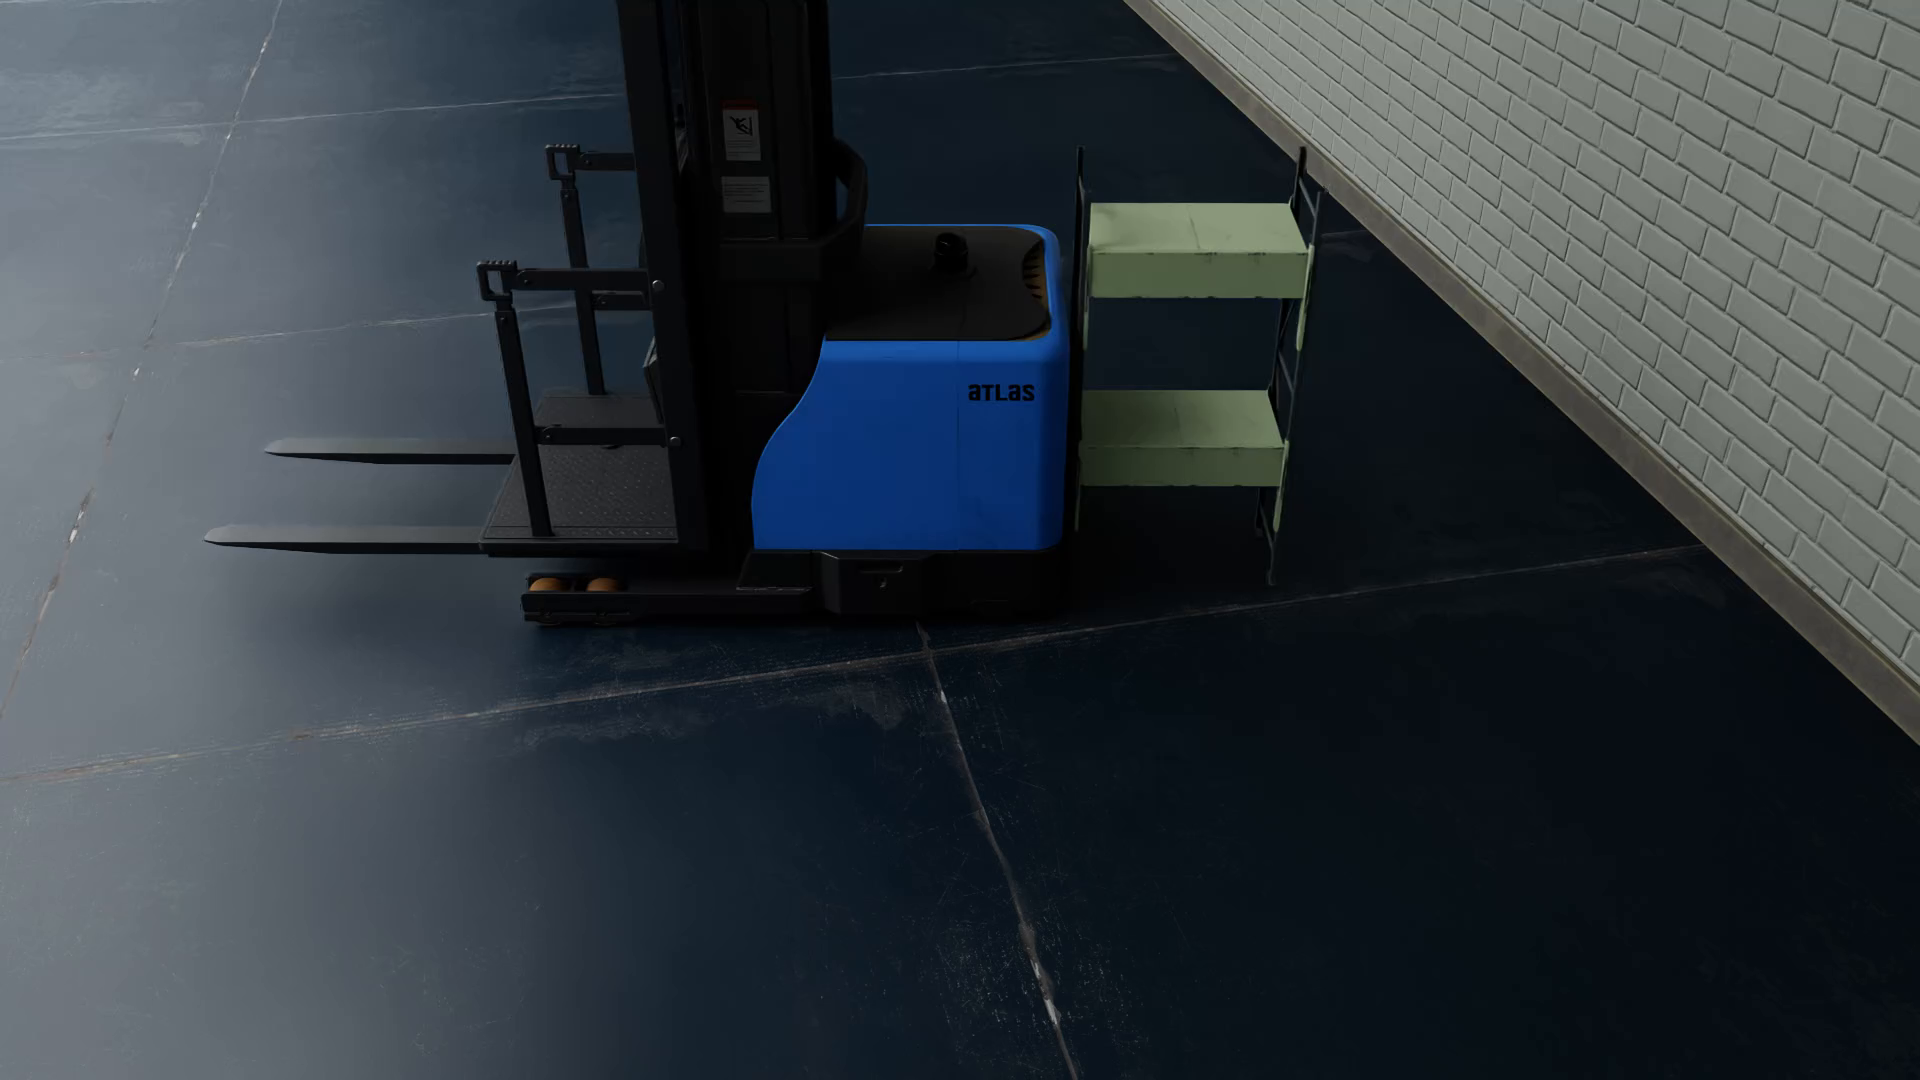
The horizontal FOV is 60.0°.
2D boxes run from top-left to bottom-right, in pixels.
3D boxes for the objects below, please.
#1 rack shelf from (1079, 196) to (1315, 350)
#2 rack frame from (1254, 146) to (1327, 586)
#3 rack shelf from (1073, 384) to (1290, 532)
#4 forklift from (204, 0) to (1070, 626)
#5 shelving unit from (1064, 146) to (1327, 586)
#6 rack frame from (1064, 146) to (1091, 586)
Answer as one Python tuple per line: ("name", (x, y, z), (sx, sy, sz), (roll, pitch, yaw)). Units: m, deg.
("rack shelf", (0.764, -0.892, 5.533), (0.720, 0.370, 0.431), (0, 34, 0))
("rack frame", (1.130, -0.567, 5.749), (0.023, 1.500, 0.400), (0, 34, 0))
("rack shelf", (0.764, -0.297, 5.932), (0.720, 0.370, 0.431), (0, 34, 0))
("forklift", (-1.147, -1.213, 5.427), (3.031, 2.935, 1.130), (0, 34, 0))
("shelving unit", (0.764, -0.568, 5.750), (0.755, 1.500, 0.431), (0, 34, 0))
("rack frame", (0.398, -0.569, 5.752), (0.023, 1.500, 0.400), (0, 34, 0))
